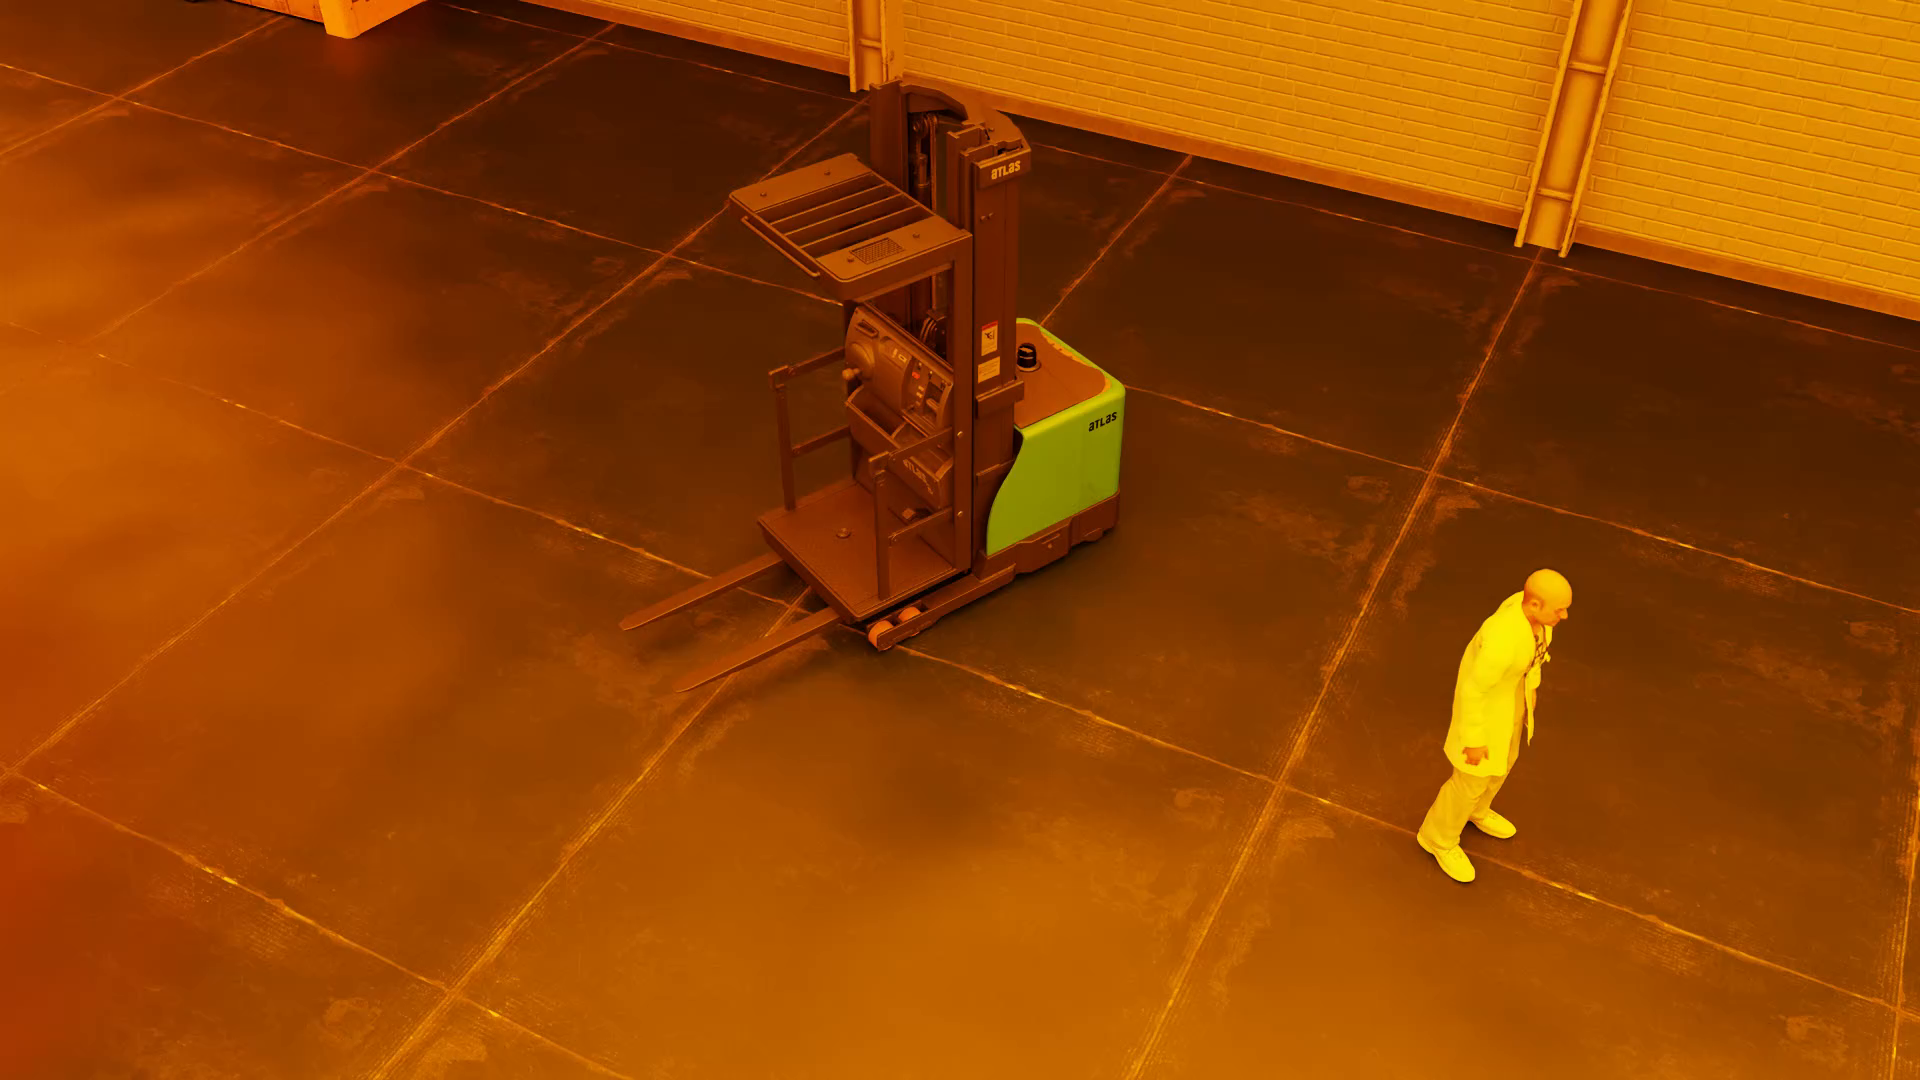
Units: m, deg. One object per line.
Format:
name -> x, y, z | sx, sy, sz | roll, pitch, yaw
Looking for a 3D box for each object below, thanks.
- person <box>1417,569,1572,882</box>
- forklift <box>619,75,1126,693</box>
person -> 2.557, 0.819, 7.912 | 0.420, 1.774, 0.649 | 31, 49, 32
forklift -> -0.506, -0.880, 9.032 | 3.031, 2.935, 1.130 | -25, 46, -27
